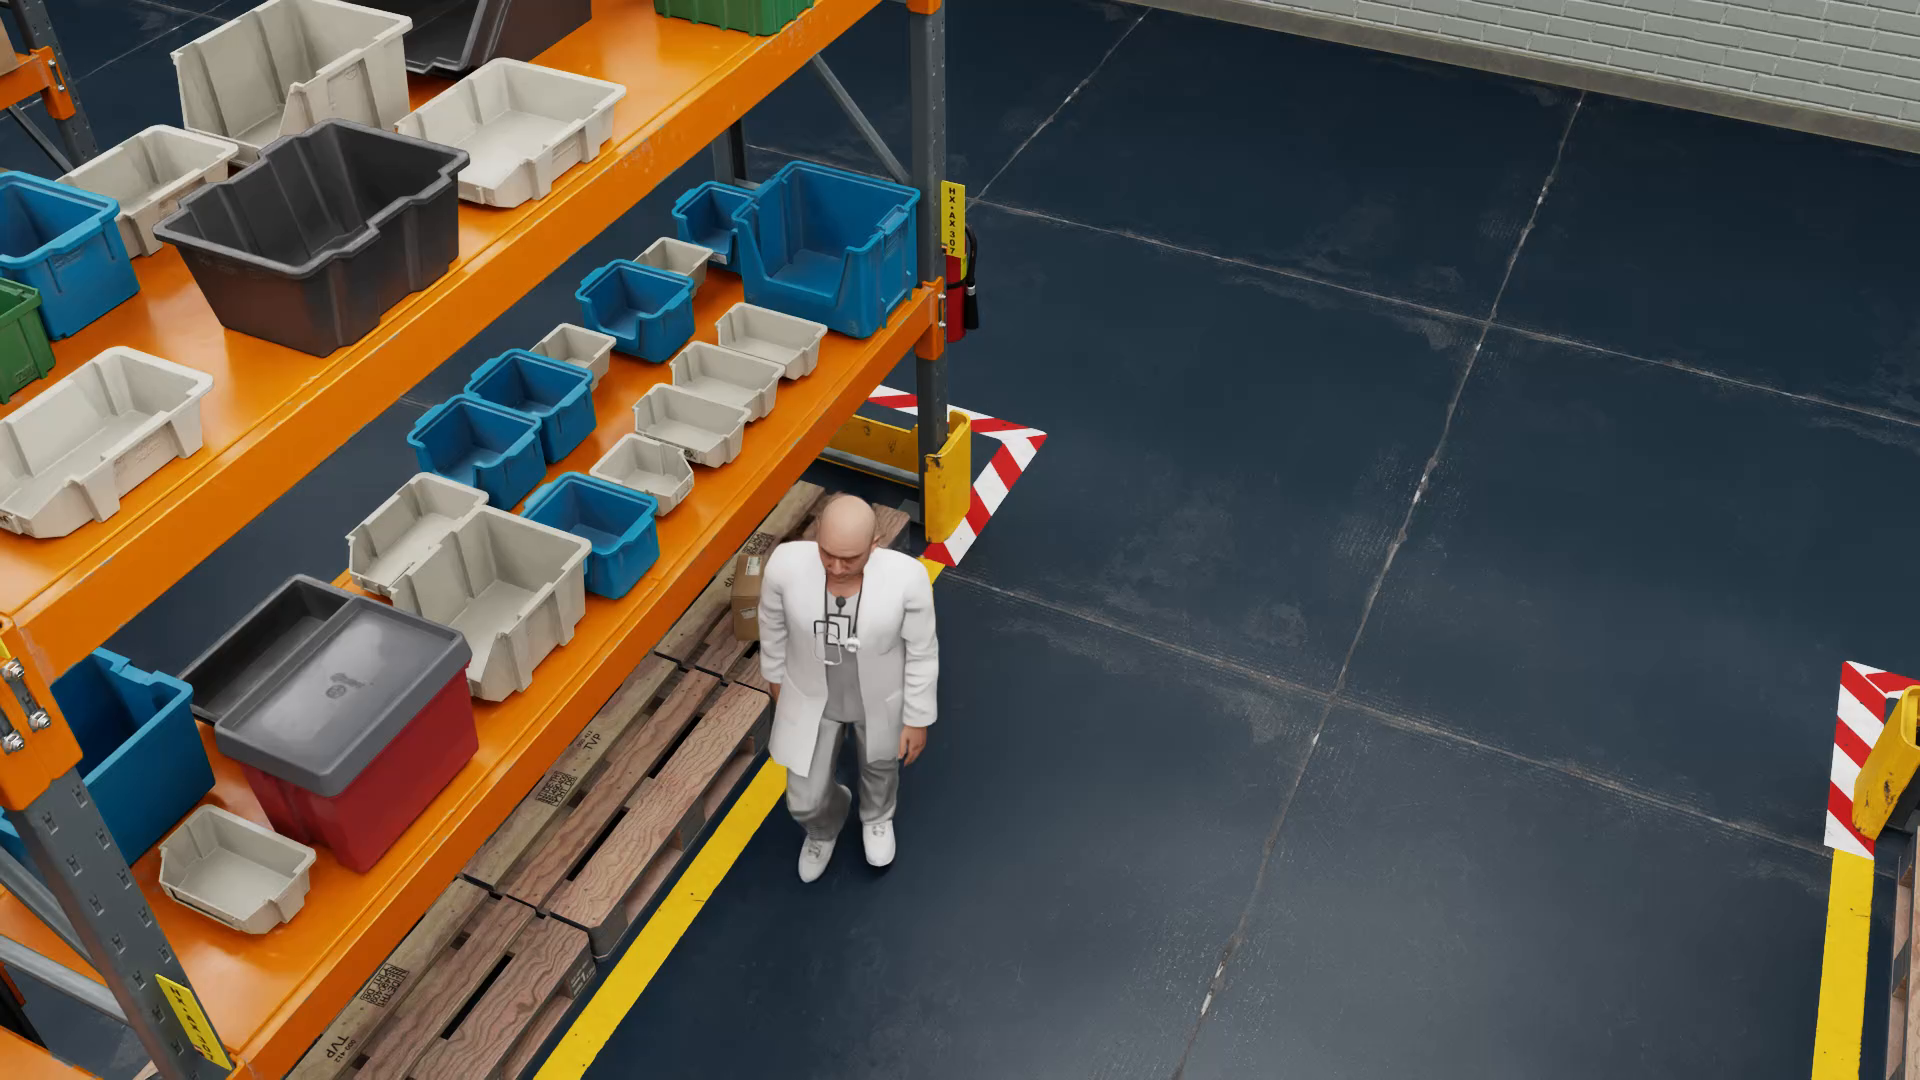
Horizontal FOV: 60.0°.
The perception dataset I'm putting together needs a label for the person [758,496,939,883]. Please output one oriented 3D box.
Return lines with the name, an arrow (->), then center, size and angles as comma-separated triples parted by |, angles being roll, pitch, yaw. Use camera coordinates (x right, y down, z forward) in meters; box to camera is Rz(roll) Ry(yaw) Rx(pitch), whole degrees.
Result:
person -> -0.370, 0.512, 5.576 | 0.605, 1.813, 0.566 | 0, 41, 0
